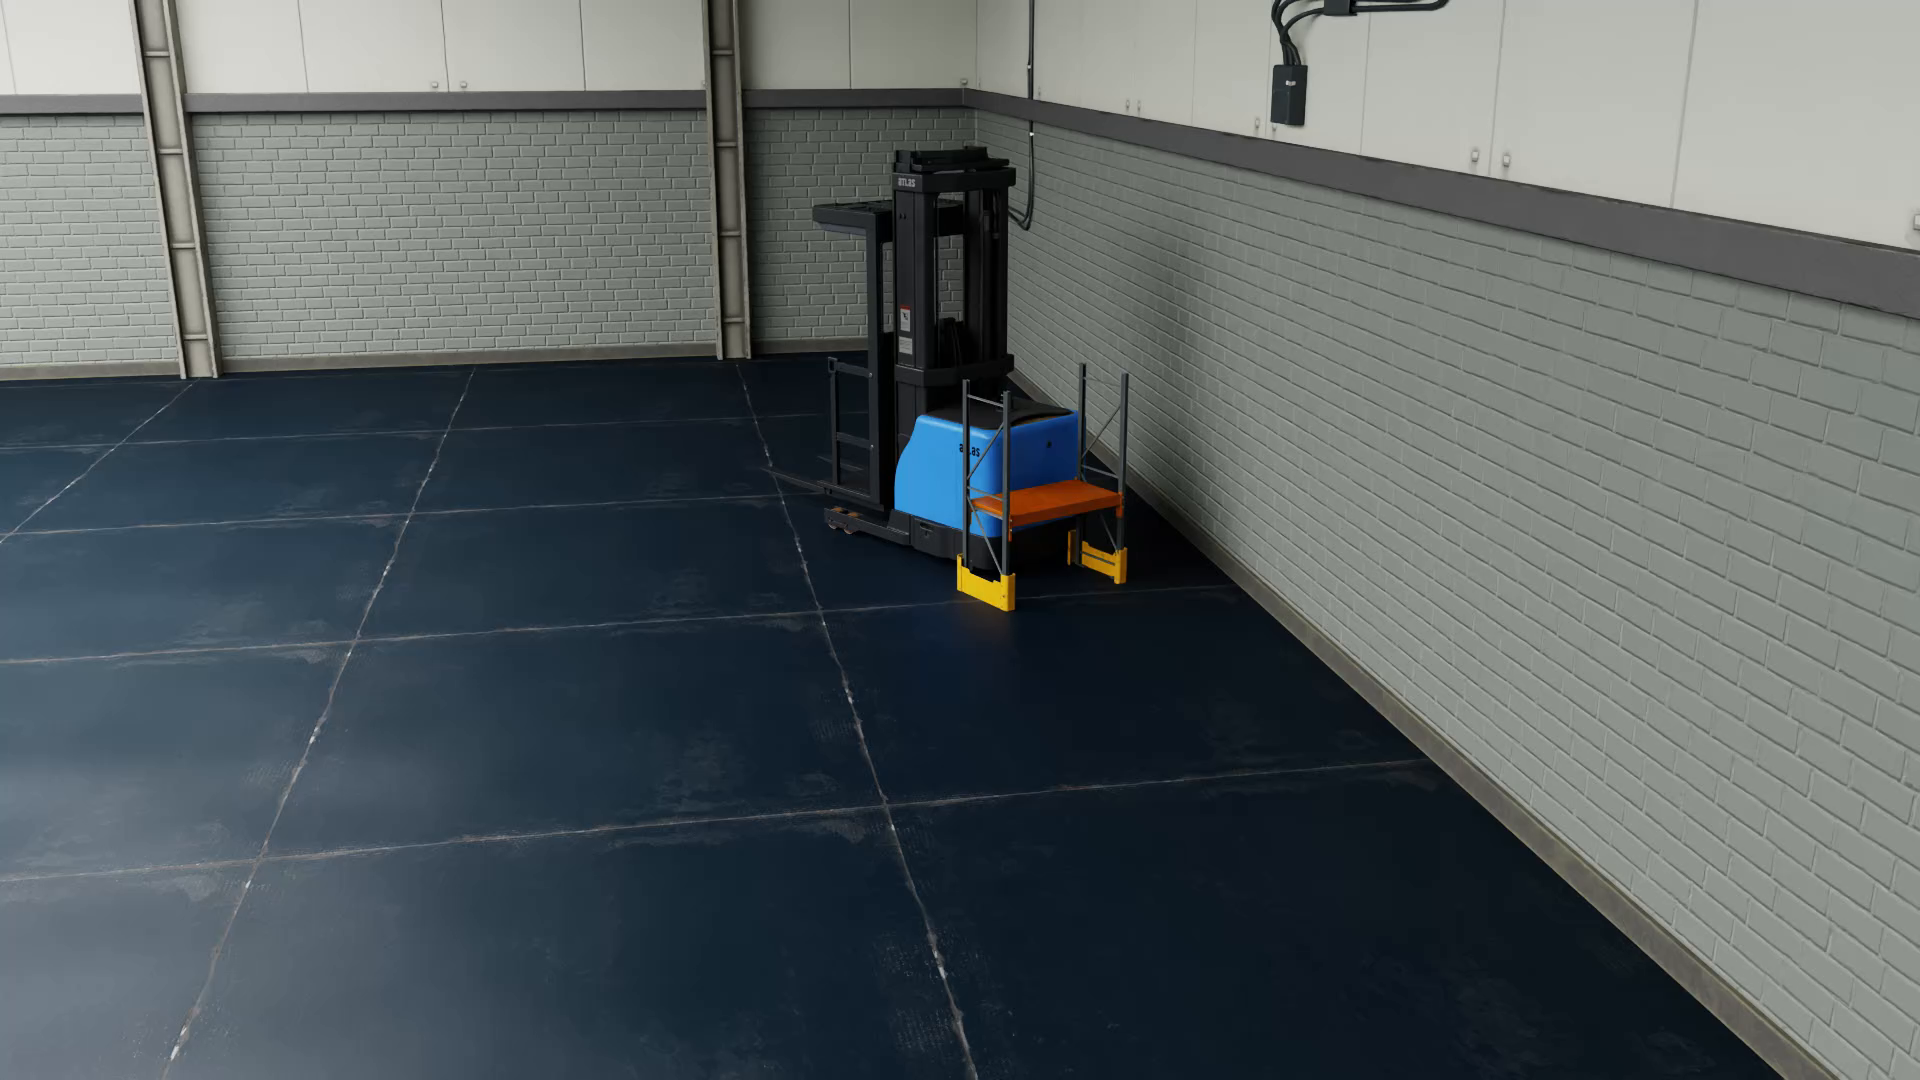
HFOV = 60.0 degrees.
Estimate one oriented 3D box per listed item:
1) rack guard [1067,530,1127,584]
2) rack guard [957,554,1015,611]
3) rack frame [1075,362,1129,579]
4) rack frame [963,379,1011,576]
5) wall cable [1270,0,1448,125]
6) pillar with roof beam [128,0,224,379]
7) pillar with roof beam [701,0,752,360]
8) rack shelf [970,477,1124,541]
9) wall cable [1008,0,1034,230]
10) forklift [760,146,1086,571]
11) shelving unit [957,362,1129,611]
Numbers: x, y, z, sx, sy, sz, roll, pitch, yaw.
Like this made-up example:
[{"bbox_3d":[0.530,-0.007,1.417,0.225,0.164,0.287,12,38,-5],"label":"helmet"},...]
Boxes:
[{"bbox_3d":[0.987,0.118,12.003,0.087,0.250,0.587,-12,21,-34],"label":"rack guard"},{"bbox_3d":[0.177,0.288,11.449,0.087,0.250,0.587,-12,21,-34],"label":"rack guard"},{"bbox_3d":[1.003,-0.483,11.830,0.032,1.500,0.500,-12,21,-34],"label":"rack frame"},{"bbox_3d":[0.176,-0.309,11.265,0.032,1.500,0.500,-12,21,-34],"label":"rack frame"},{"bbox_3d":[2.213,-5.177,8.548,0.169,6.003,2.305,-3,17,-10],"label":"wall cable"},{"bbox_3d":[-7.790,-4.931,13.539,0.400,9.000,9.100,-3,17,-10],"label":"pillar with roof beam"},{"bbox_3d":[-1.899,-5.265,14.627,0.400,9.000,9.100,-3,17,-10],"label":"pillar with roof beam"},{"bbox_3d":[0.589,-0.224,11.600,1.000,0.185,0.538,-12,21,-34],"label":"rack shelf"},{"bbox_3d":[0.428,-4.805,18.416,0.112,2.526,3.097,-3,17,-10],"label":"wall cable"},{"bbox_3d":[-0.420,-1.536,12.821,1.130,2.935,3.031,-15,23,-40],"label":"forklift"},{"bbox_3d":[0.582,-0.395,11.543,1.083,1.500,0.587,-12,21,-34],"label":"shelving unit"}]
